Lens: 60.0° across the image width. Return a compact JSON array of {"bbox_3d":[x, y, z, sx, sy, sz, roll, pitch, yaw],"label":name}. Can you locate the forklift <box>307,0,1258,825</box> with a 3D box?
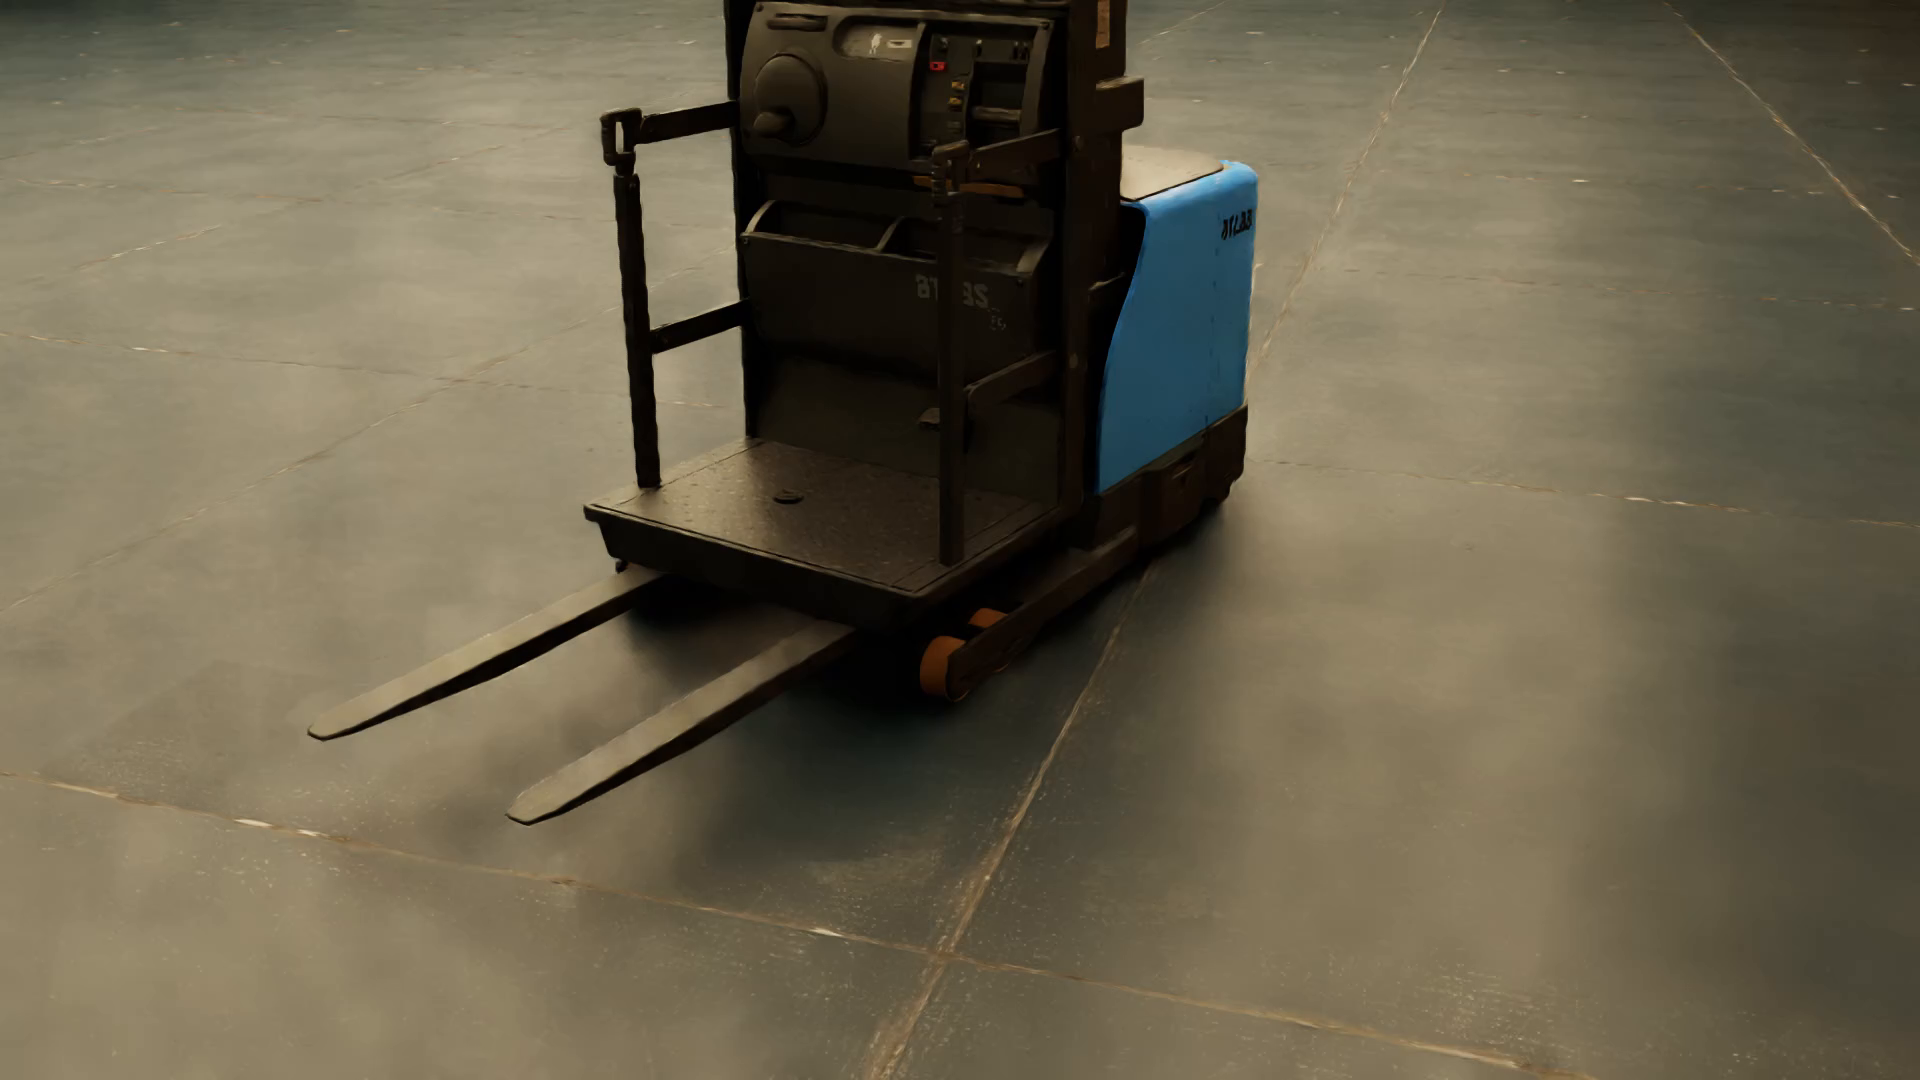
[{"bbox_3d":[-0.291,-1.155,4.077,1.130,2.935,3.031,14,26,30],"label":"forklift"}]
